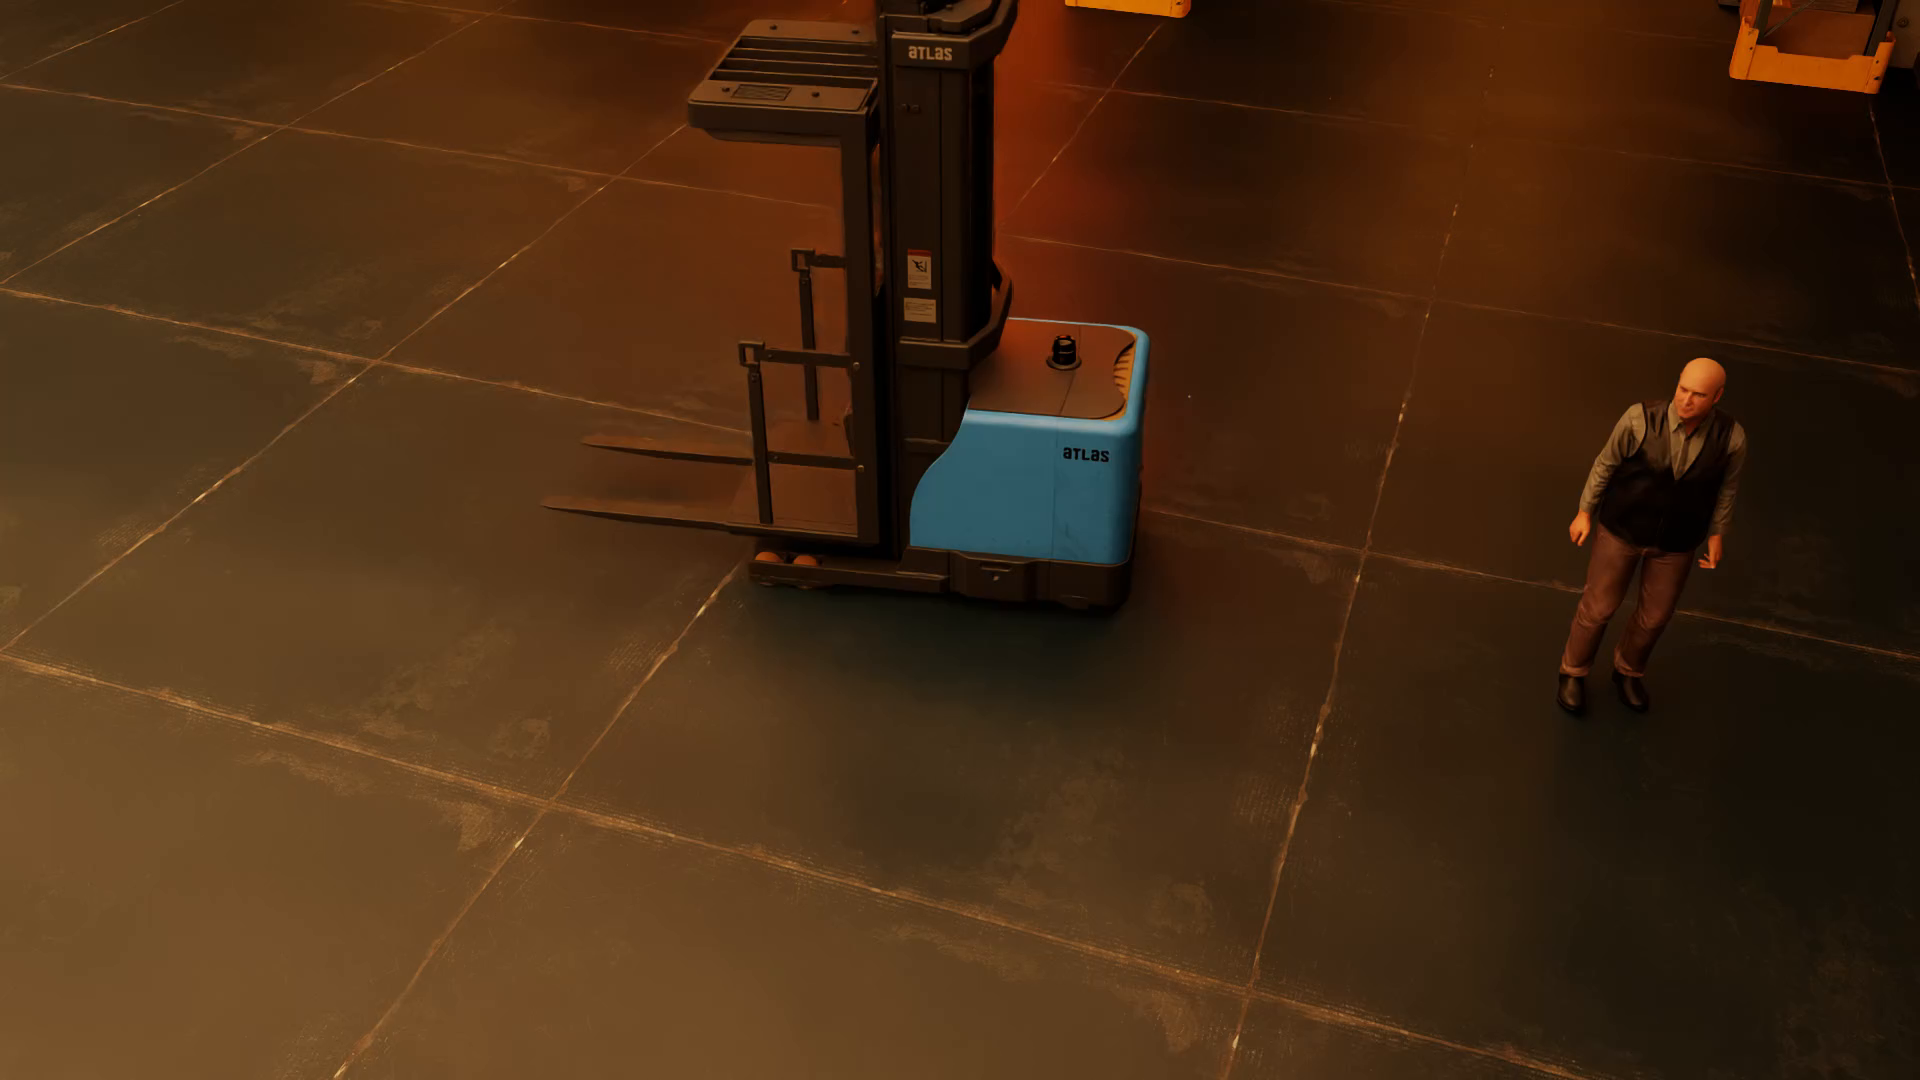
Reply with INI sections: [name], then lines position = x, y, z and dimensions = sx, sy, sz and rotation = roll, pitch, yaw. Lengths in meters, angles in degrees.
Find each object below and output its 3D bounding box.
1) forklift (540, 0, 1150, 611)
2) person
[forklift]
position = -0.607, -1.246, 7.869
dimensions = 3.031, 2.935, 1.130
rotation = 5, 36, 8
[person]
position = 2.965, -0.004, 7.165
dimensions = 0.632, 1.723, 0.411
rotation = 7, 36, 10
